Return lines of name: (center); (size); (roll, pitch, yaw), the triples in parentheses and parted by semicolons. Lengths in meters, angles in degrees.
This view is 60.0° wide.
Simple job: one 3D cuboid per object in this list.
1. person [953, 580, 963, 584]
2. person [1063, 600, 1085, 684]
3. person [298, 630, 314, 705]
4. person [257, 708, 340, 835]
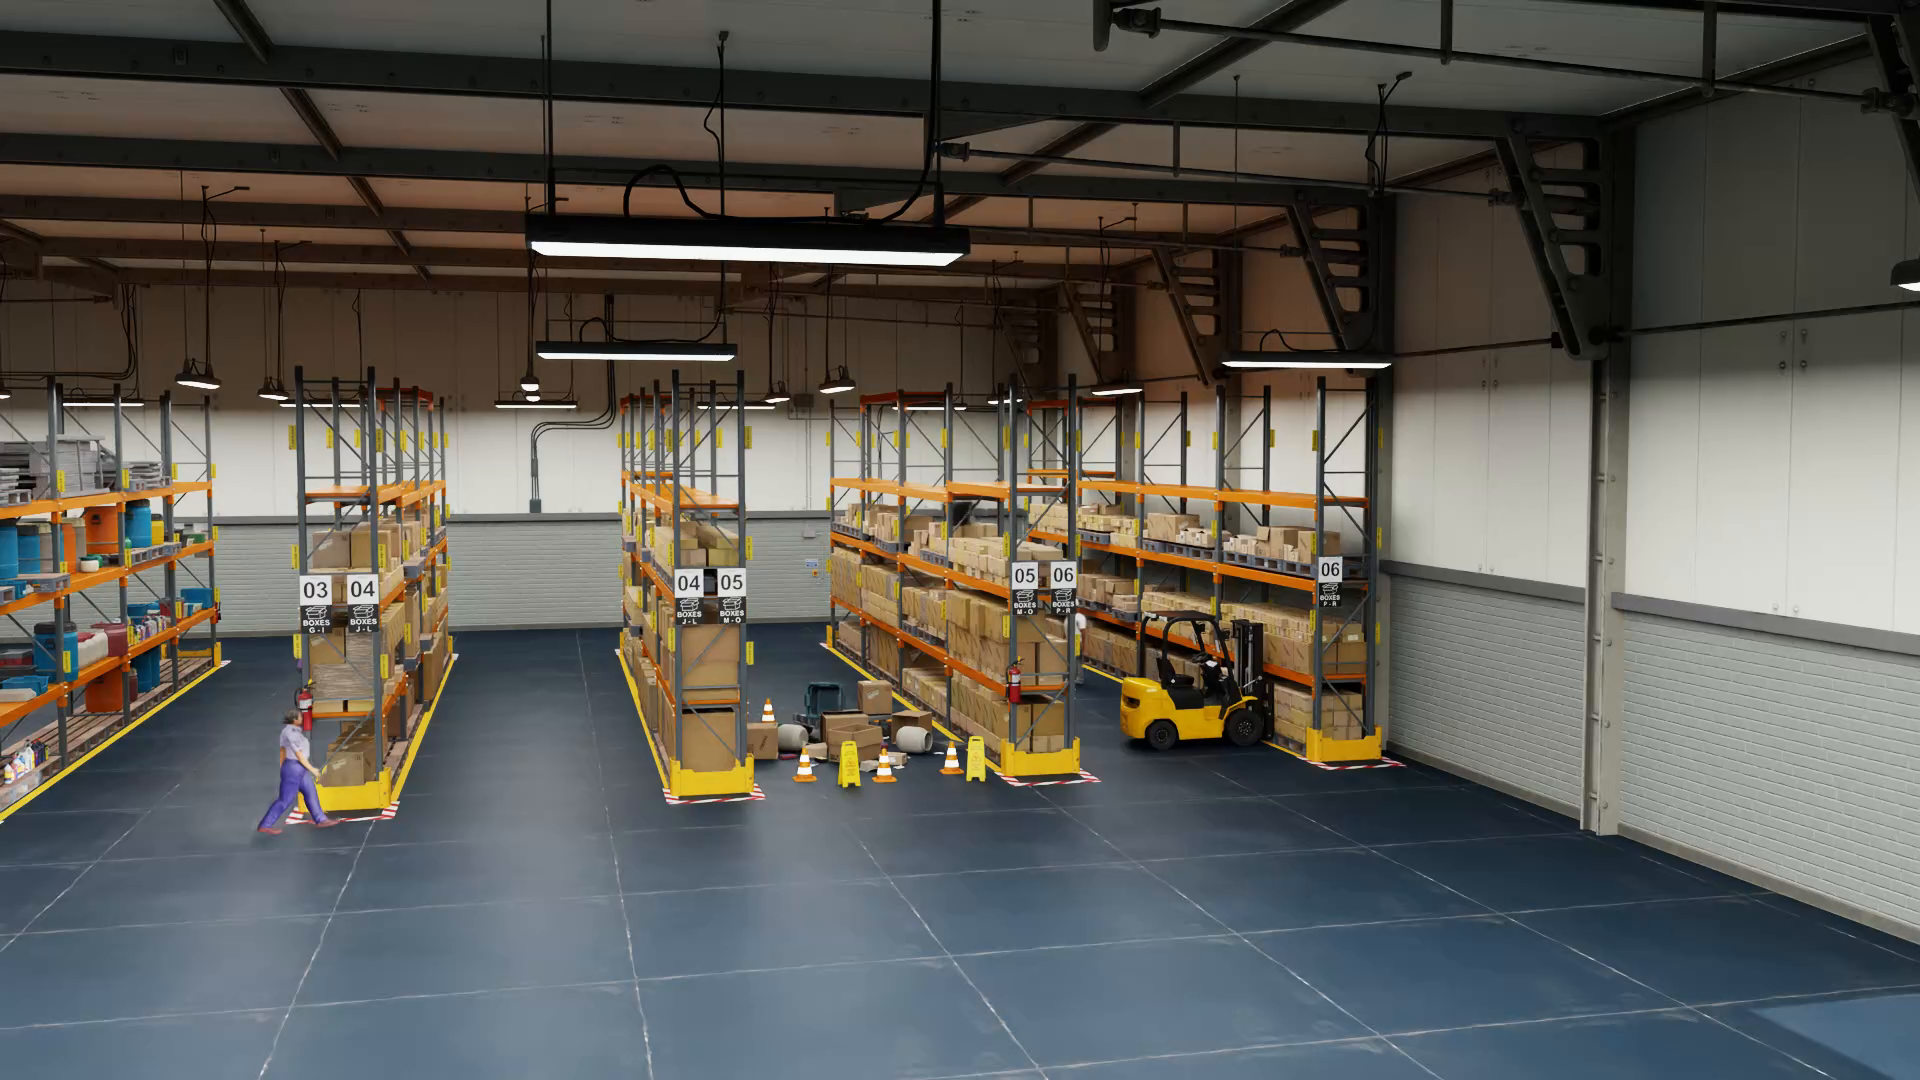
person: (-0.014, 1.570, 42.914); (1.029, 1.750, 0.617); (-1, 4, -21)
person: (2.255, 2.096, 34.085); (0.633, 1.759, 0.624); (-1, 3, -13)
person: (-11.985, 2.370, 30.637); (0.403, 1.594, 0.485); (-1, 4, -21)
person: (-8.428, 2.926, 21.168); (1.010, 1.588, 0.507); (-2, 4, -27)
